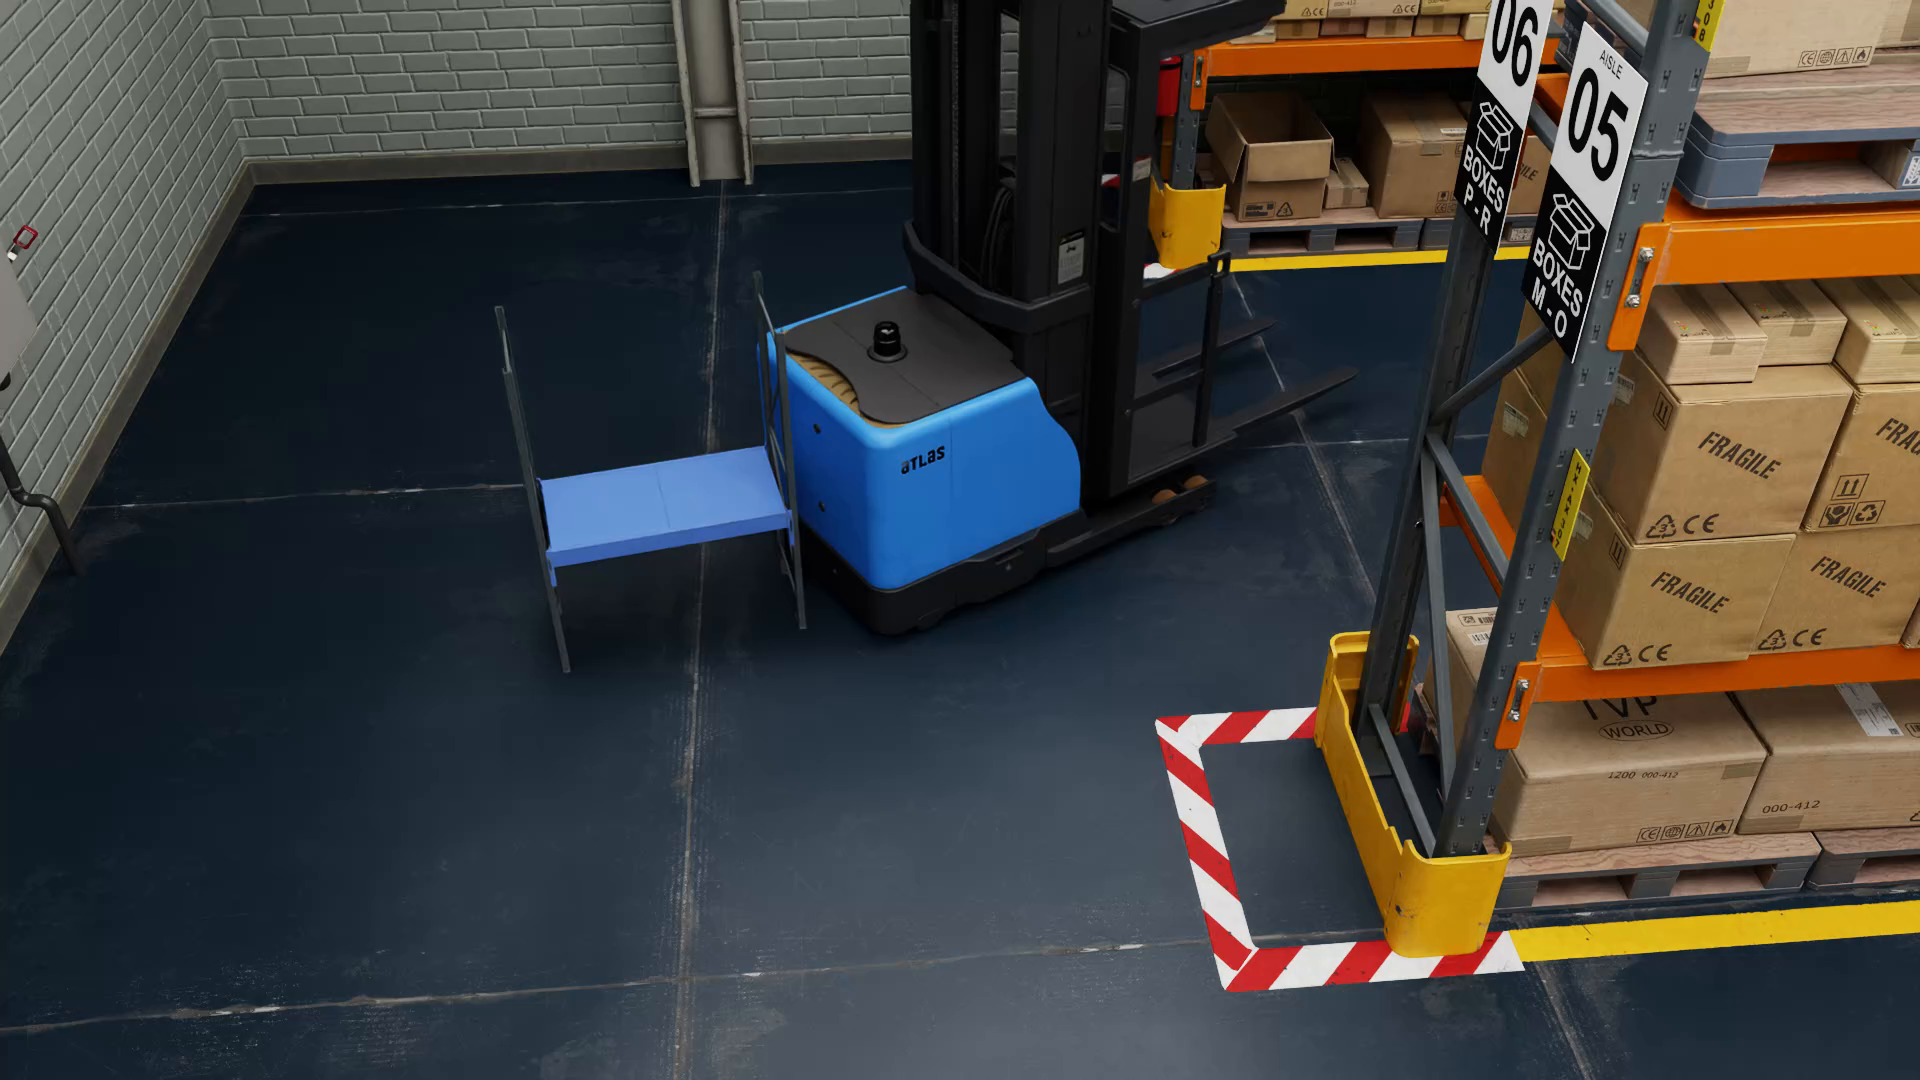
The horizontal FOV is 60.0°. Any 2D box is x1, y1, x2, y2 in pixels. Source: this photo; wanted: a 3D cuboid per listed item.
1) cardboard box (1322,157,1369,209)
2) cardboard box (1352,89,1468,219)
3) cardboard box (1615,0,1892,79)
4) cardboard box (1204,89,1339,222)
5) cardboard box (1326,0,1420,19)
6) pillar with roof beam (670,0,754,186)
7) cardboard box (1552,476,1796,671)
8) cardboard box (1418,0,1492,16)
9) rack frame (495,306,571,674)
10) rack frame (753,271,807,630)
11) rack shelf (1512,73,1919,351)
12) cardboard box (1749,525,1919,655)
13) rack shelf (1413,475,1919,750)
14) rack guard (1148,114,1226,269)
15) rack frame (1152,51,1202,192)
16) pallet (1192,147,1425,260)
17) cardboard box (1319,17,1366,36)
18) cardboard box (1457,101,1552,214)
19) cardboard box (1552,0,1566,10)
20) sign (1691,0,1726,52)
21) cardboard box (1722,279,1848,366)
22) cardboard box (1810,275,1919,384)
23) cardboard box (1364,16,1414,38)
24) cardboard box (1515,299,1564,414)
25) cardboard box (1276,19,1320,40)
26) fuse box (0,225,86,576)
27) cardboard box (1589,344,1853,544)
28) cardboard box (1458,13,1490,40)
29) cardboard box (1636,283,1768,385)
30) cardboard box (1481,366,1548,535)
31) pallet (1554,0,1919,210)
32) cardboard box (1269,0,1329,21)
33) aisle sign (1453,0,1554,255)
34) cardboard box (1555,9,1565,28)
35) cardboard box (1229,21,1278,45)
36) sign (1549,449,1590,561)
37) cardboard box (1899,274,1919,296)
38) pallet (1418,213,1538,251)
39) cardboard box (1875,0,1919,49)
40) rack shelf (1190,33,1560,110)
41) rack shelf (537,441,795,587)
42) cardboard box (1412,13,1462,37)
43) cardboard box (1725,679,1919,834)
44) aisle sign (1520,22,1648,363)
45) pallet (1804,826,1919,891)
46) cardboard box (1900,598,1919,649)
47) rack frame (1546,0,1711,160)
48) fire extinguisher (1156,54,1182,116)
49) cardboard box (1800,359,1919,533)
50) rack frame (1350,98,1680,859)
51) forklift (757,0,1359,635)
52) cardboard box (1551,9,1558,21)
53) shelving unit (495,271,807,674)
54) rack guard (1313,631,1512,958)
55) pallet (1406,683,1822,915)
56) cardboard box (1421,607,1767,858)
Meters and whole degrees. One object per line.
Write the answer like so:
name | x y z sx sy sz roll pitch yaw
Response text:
cardboard box | 2.275 -2.151 10.017 0.250 0.149 0.380 -5 39 -6
cardboard box | 2.703 -2.312 9.938 0.500 0.500 0.700 -2 38 -2
cardboard box | 2.114 -1.471 4.473 0.500 0.250 0.500 -6 39 -8
cardboard box | 1.848 -2.291 9.908 0.637 0.503 0.797 -5 39 -6
cardboard box | 2.209 -3.075 9.107 0.500 0.250 0.500 -3 38 -3
pillar with roof beam | -1.153 -3.238 4.589 0.400 9.000 9.100 -3 38 -4
cardboard box | 2.178 0.043 5.193 0.500 0.500 0.500 -3 38 -4
cardboard box | 2.713 -3.105 9.144 0.500 0.250 0.500 -4 38 -5
rack frame | -1.731 -0.174 6.760 0.032 1.500 0.500 -10 39 -12
rack frame | -0.752 -0.346 6.978 0.032 1.500 0.500 -10 39 -12
rack shelf | 3.666 -1.073 4.848 4.000 0.370 1.077 -3 38 -4
cardboard box | 2.679 -0.002 5.250 0.500 0.500 0.500 -4 38 -5
rack shelf | 3.666 0.104 5.777 4.000 0.370 1.077 -3 38 -4
rack guard | 1.306 -2.153 10.076 0.348 0.500 1.175 -3 38 -4
rack frame | 1.231 -3.131 9.296 0.127 3.000 1.000 -3 38 -4
pallet | 2.101 -2.084 10.221 1.213 0.211 1.003 -3 38 -4
cardboard box | 2.090 -2.959 9.282 0.250 0.149 0.380 -4 38 -5
cardboard box | 3.239 -2.279 9.896 0.500 0.500 0.500 -2 38 -3
cardboard box | 3.221 -3.146 9.197 0.500 0.250 0.500 -4 38 -5
sign | 1.717 -1.277 3.756 0.005 0.325 0.100 -3 38 -4
cardboard box | 2.307 -0.662 4.755 0.250 0.149 0.380 -2 38 -3
cardboard box | 2.576 -0.605 4.684 0.250 0.149 0.380 -2 38 -3
cardboard box | 2.348 -2.935 9.251 0.250 0.149 0.380 -2 38 -3
cardboard box | 2.133 -0.673 5.294 0.500 0.500 0.500 -2 38 -2
cardboard box | 1.832 -2.923 9.236 0.250 0.149 0.380 -2 38 -3
fuse box | -3.981 -0.543 7.056 0.414 1.711 0.539 -3 38 -4
cardboard box | 2.177 -0.351 4.885 0.500 0.500 0.500 -4 38 -5
cardboard box | 2.870 -2.921 9.233 0.250 0.149 0.380 -4 38 -5
cardboard box | 2.052 -0.603 4.682 0.250 0.149 0.380 -2 38 -3
cardboard box | 2.131 -0.297 5.624 0.500 0.500 0.500 -3 38 -4
pallet | 2.412 -1.258 4.573 1.213 0.211 1.003 -3 38 -4
cardboard box | 1.707 -3.047 9.071 0.500 0.250 0.500 -3 38 -4
aisle sign | 1.575 -1.276 4.847 0.004 0.787 0.394 -3 38 -4
cardboard box | 3.381 -3.004 9.339 0.250 0.149 0.380 -3 38 -4
cardboard box | 1.583 -2.881 9.182 0.250 0.149 0.380 -3 38 -4
sign | 1.717 -0.096 4.688 0.005 0.325 0.100 -3 38 -4
cardboard box | 2.837 -0.631 4.716 0.250 0.149 0.380 -4 38 -5
pallet | 3.313 -2.149 10.304 1.213 0.211 1.003 -3 38 -4
cardboard box | 2.525 -1.504 4.596 0.250 0.149 0.380 -6 39 -7
rack shelf | 3.223 -2.958 9.658 4.000 0.370 1.077 -3 38 -4
rack shelf | -1.242 -0.119 6.980 1.000 0.185 0.538 -10 39 -12
cardboard box | 2.612 -2.953 9.274 0.250 0.149 0.380 -3 38 -3
cardboard box | 3.234 0.619 6.273 0.875 0.438 0.875 -2 38 -3
aisle sign | 1.628 -0.906 4.378 0.004 0.787 0.394 -3 38 -4
pallet | 3.676 0.869 6.478 1.213 0.211 1.003 -3 38 -4
cardboard box | 3.187 -0.018 5.271 0.500 0.500 0.500 -3 38 -4
rack frame | 1.674 -2.423 3.557 0.127 3.000 1.000 -3 38 -4
fire extinguisher | 1.125 -2.661 9.064 0.183 0.674 0.296 -3 38 -4
cardboard box | 2.692 -0.383 4.926 0.500 0.500 0.500 -4 38 -5
rack frame | 1.674 -0.068 5.415 0.127 3.000 1.000 -3 38 -4
forklift | 0.610 -1.467 7.243 3.031 2.935 1.130 -24 44 -27
cardboard box | 3.131 -2.948 9.267 0.250 0.149 0.380 -2 38 -3
shelving unit | -1.241 -0.260 6.869 1.048 1.500 0.538 -10 39 -12
rack guard | 1.650 0.914 6.188 0.348 0.500 1.175 -3 38 -4
pallet | 2.464 0.934 6.396 1.213 0.211 1.003 -3 38 -4
cardboard box | 2.323 0.675 6.203 0.875 0.438 0.875 -4 38 -6
